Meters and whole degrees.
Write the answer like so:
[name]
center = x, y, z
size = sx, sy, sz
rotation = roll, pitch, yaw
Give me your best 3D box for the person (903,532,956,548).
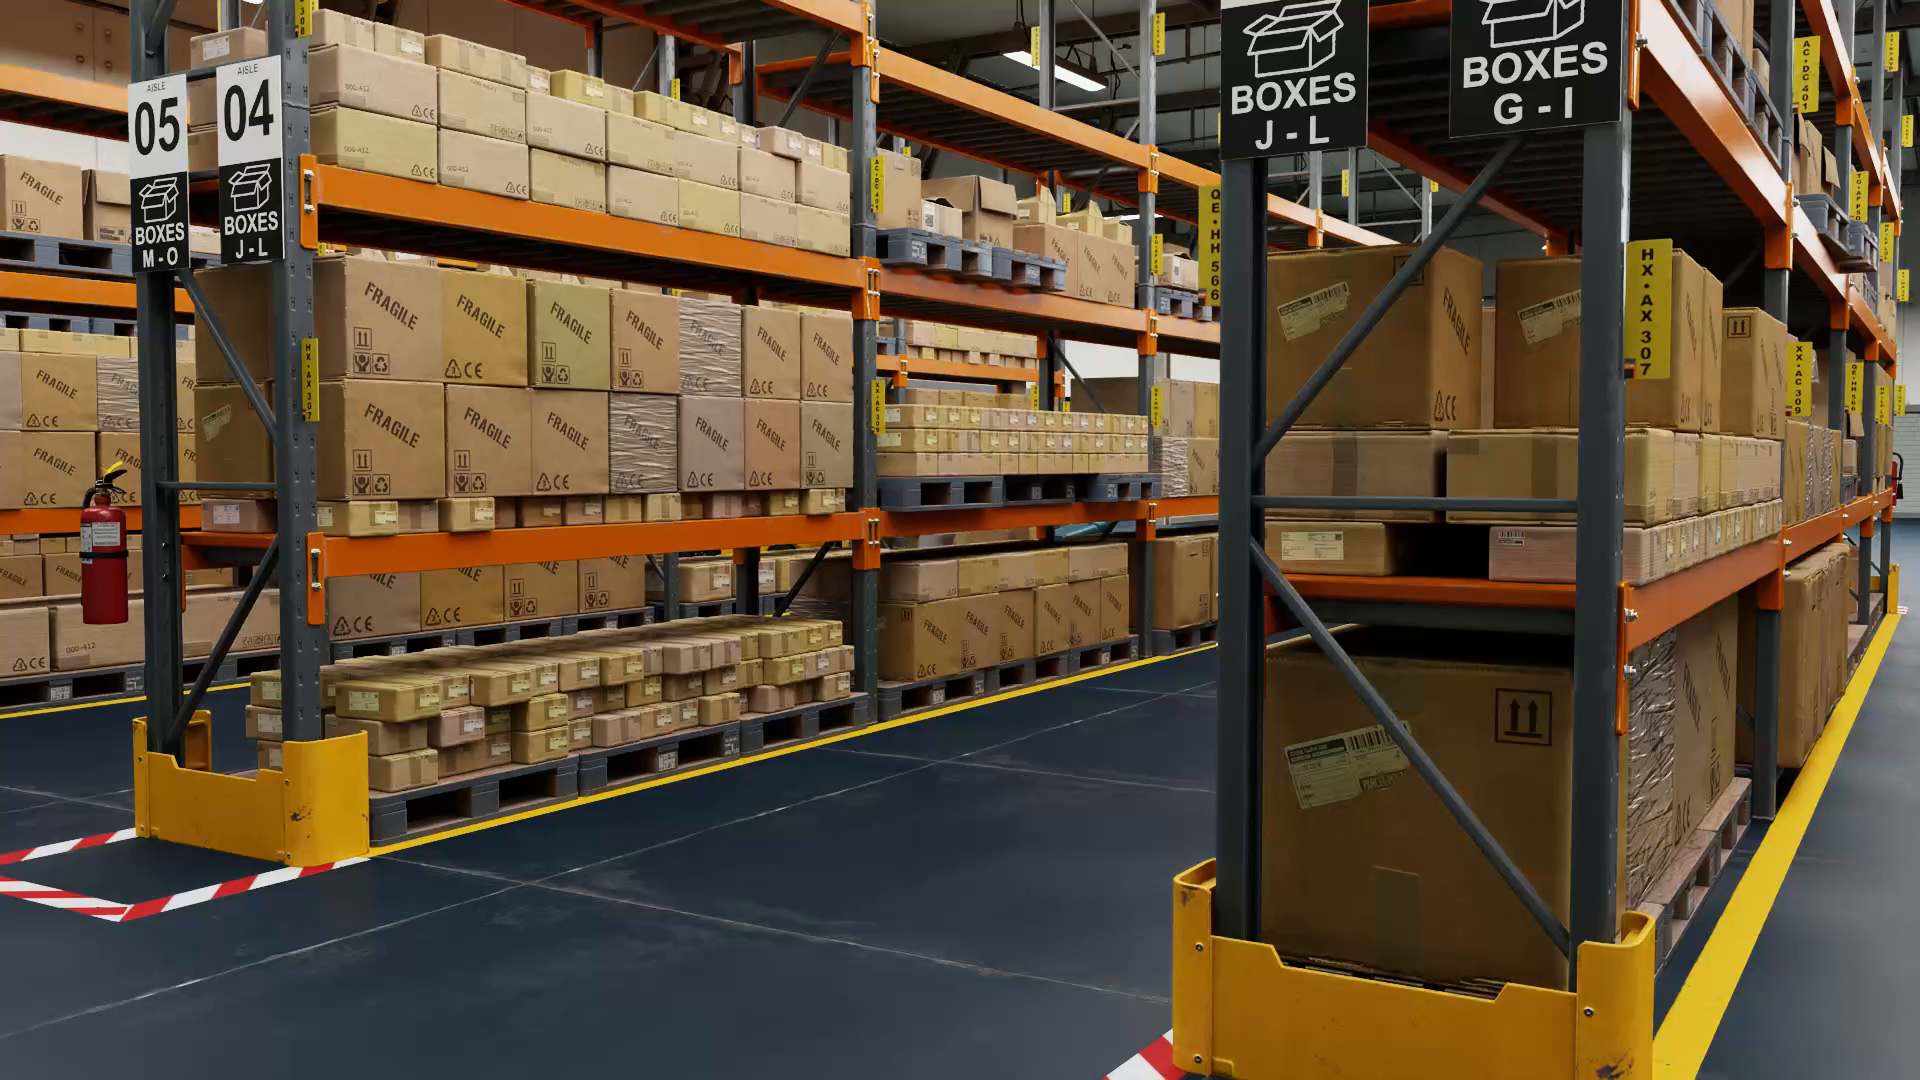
[person]
center = -0.335, -0.089, 17.176
size = 0.582, 1.756, 0.488
rotation = 2, 3, 30
